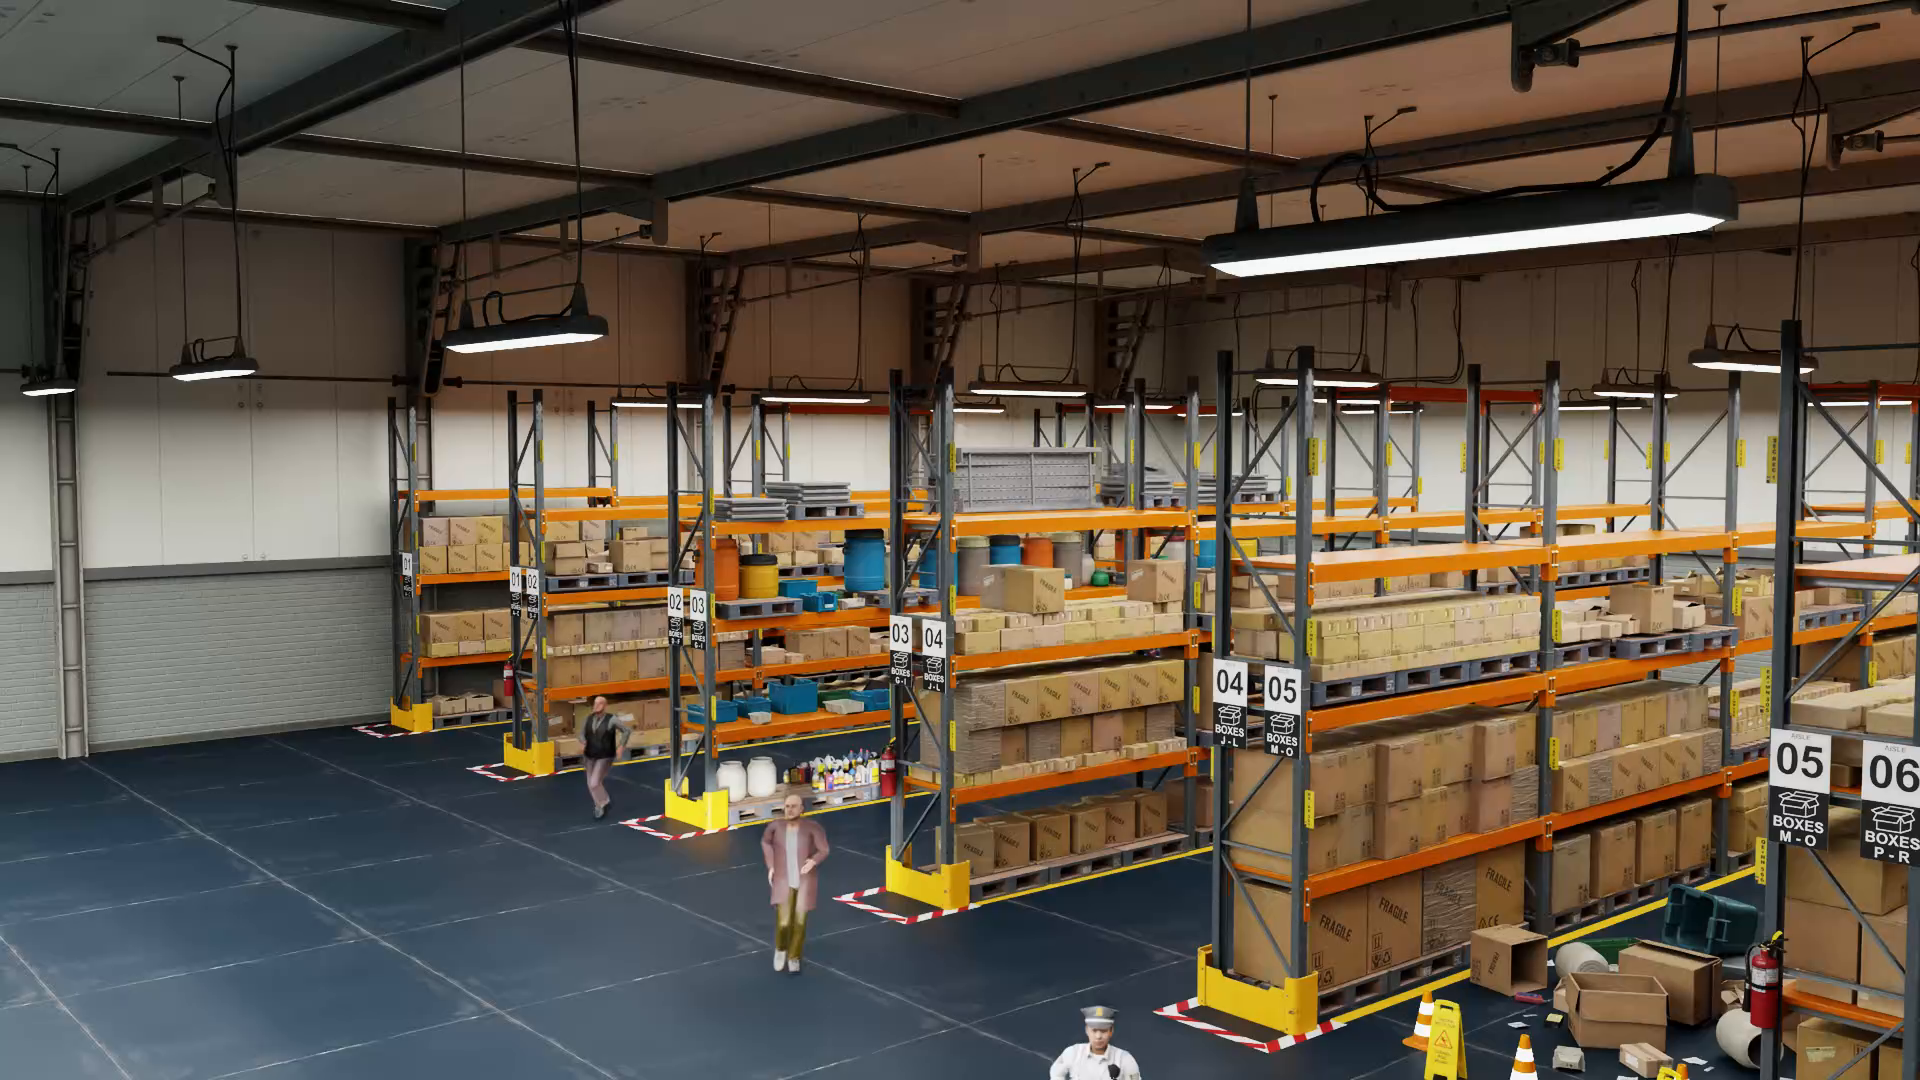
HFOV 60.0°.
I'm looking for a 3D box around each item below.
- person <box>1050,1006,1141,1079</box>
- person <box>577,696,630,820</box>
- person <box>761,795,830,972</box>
[{"bbox_3d":[0.846,3.716,10.259,0.583,1.750,0.730,0,3,4],"label":"person"},{"bbox_3d":[-4.926,2.987,22.716,0.683,1.691,0.621,1,4,20],"label":"person"},{"bbox_3d":[-1.604,3.348,16.108,0.684,1.740,0.683,0,3,-2],"label":"person"}]
